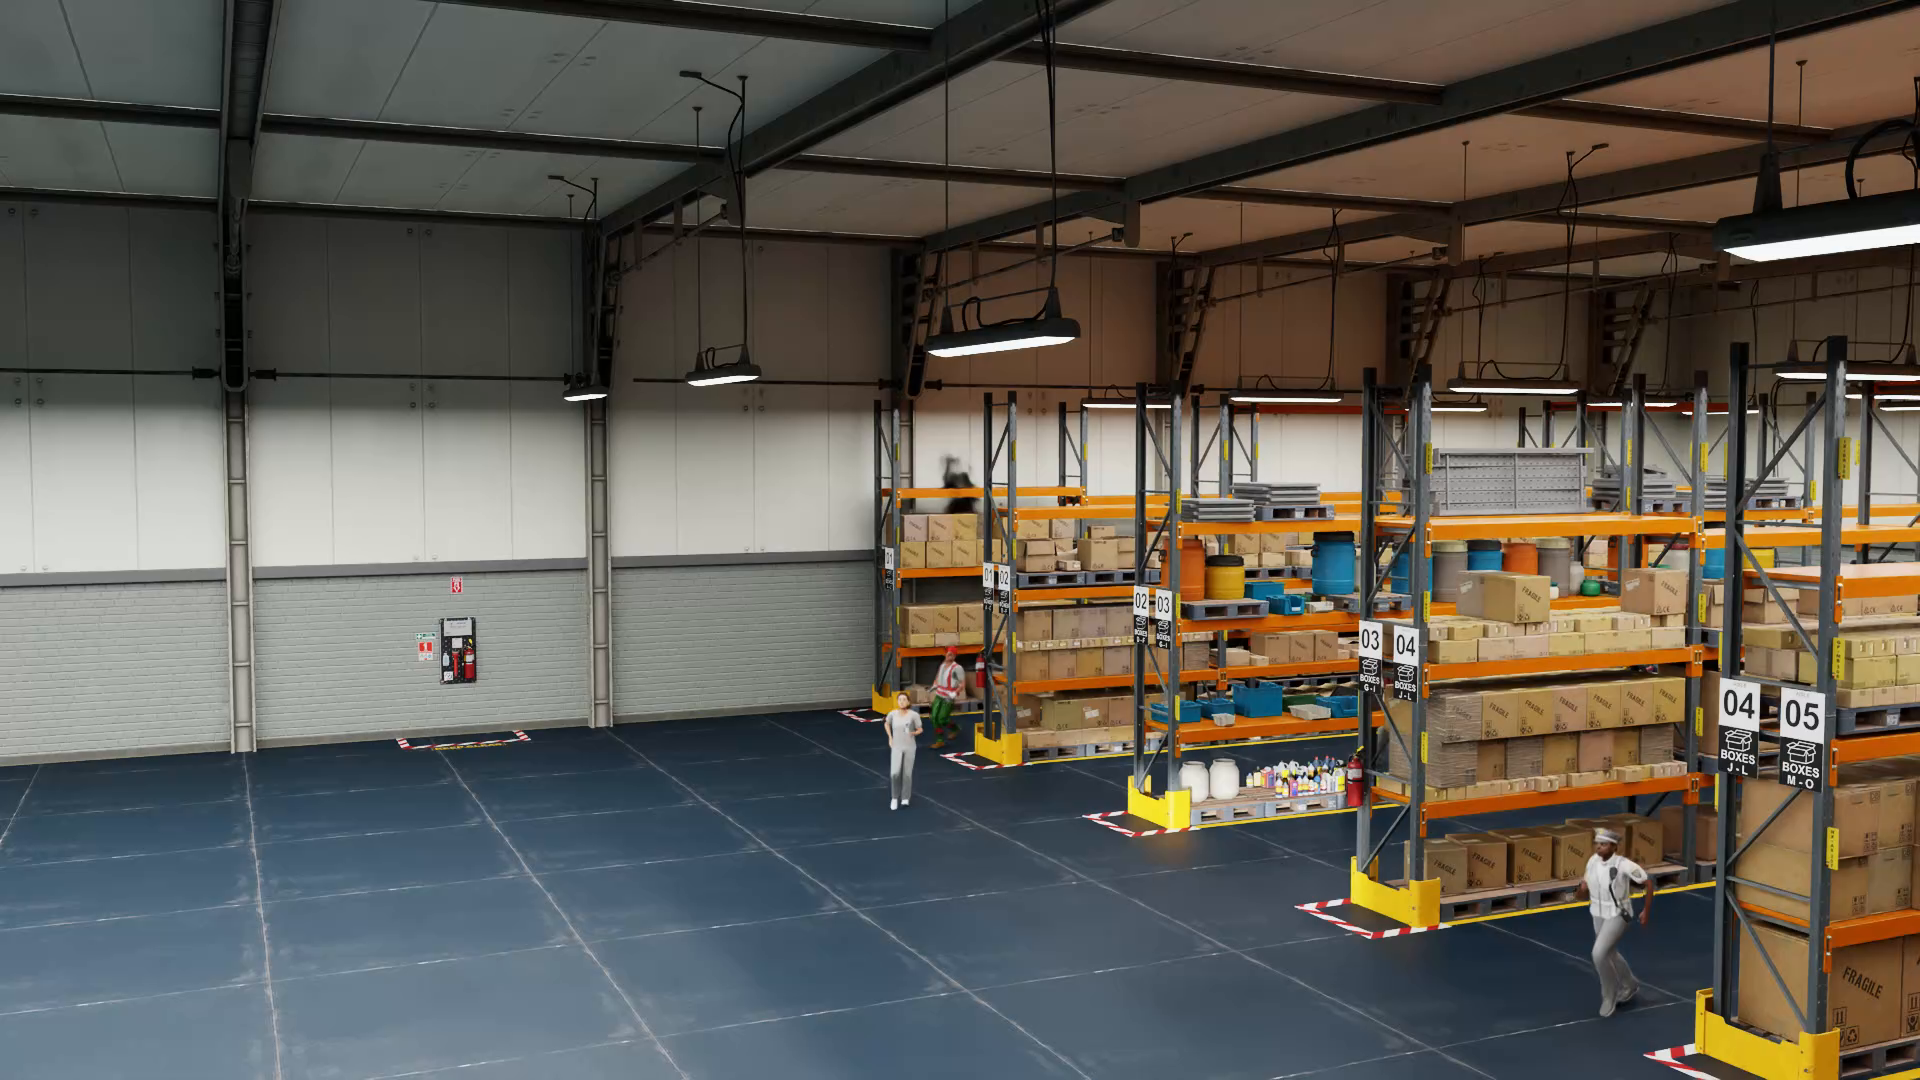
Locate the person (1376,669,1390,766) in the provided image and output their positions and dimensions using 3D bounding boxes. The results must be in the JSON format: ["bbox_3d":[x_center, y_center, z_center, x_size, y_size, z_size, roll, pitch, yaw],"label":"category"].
[{"bbox_3d":[6.857,2.725,26.744,0.927,1.764,0.646,-2,4,-34],"label":"person"}]

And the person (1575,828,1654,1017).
[{"bbox_3d":[5.950,3.457,15.170,0.790,1.708,0.593,-2,4,-26],"label":"person"}]

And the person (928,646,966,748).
[{"bbox_3d":[-0.177,2.661,28.219,0.715,1.741,0.602,3,5,44],"label":"person"}]

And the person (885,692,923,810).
[{"bbox_3d":[-0.799,2.971,23.427,0.562,1.667,0.671,0,3,3],"label":"person"}]
